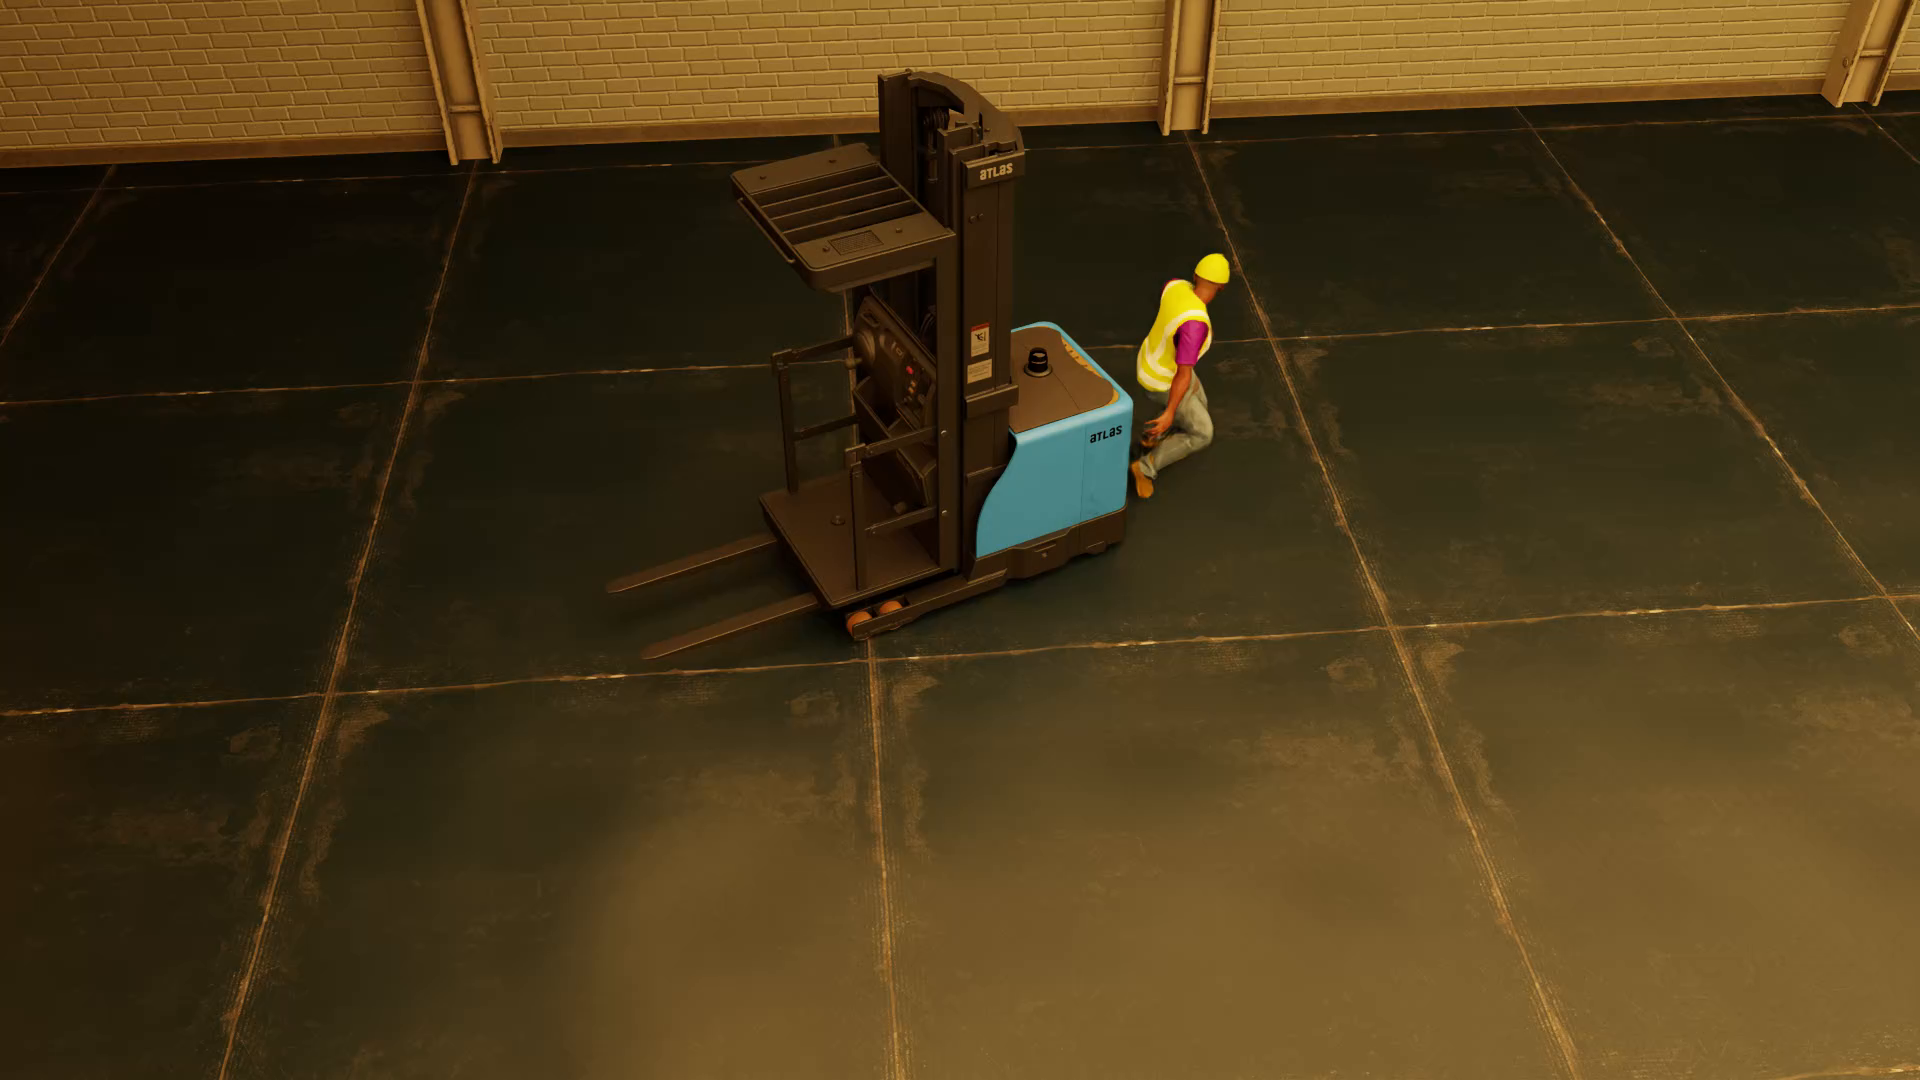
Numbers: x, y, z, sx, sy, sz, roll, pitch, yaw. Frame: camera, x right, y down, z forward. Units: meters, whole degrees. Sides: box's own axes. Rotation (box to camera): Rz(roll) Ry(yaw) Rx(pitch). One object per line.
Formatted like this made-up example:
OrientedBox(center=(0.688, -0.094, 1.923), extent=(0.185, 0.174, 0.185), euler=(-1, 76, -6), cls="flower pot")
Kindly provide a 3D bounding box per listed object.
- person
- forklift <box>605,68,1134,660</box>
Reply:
OrientedBox(center=(1.333, -0.989, 10.181), extent=(0.507, 1.641, 1.042), euler=(4, 41, 4), cls="person")
OrientedBox(center=(-0.541, -0.933, 9.029), extent=(3.031, 2.935, 1.130), euler=(-18, 44, -20), cls="forklift")
